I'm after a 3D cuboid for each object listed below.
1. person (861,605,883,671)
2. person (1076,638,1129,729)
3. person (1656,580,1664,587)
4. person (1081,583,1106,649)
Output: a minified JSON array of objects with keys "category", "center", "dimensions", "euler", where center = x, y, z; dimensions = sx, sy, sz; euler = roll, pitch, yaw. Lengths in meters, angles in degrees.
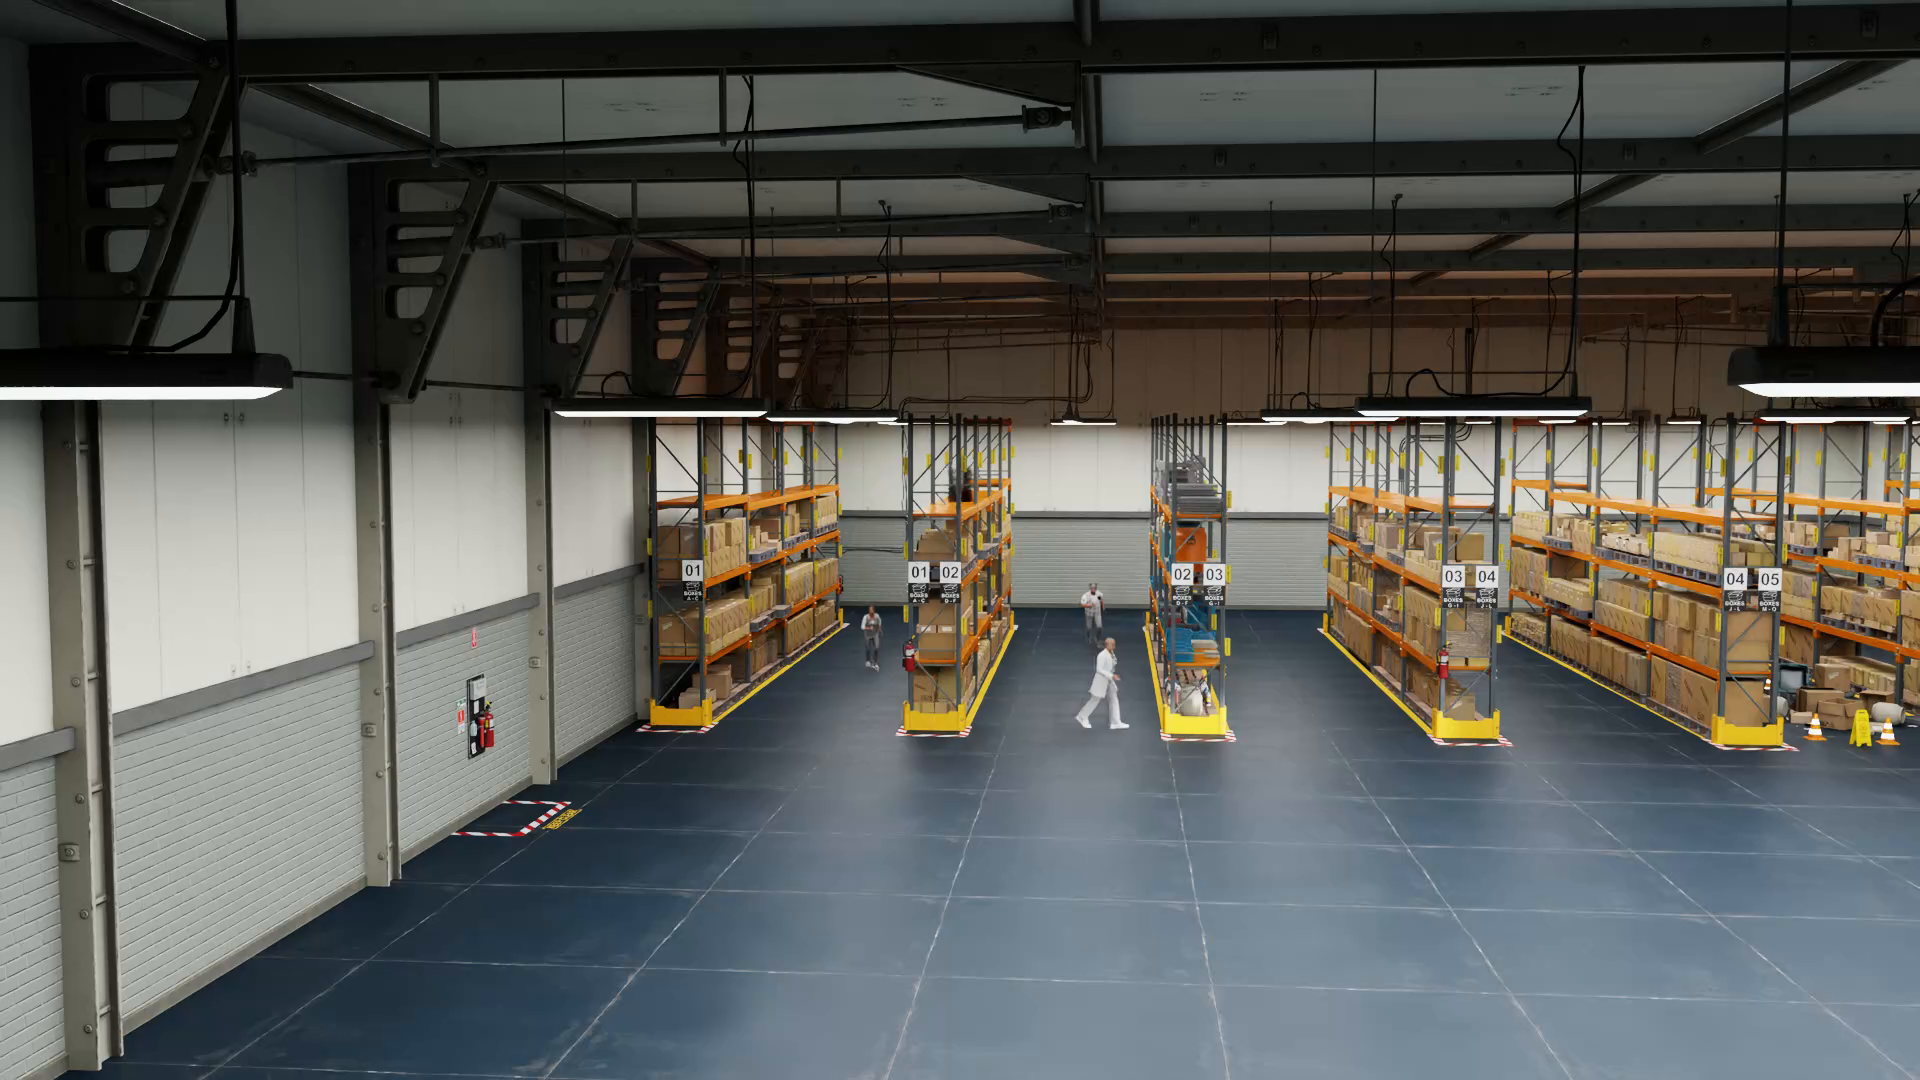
[{"category":"person","center":[-2.087,2.303,39.344],"dimensions":[0.545,1.561,0.904],"euler":[-1,4,-13]},{"category":"person","center":[2.677,2.699,31.374],"dimensions":[1.082,1.742,0.669],"euler":[3,5,37]},{"category":"person","center":[19.913,1.690,47.349],"dimensions":[0.822,1.724,0.609],"euler":[0,4,-6]},{"category":"person","center":[3.482,1.957,43.433],"dimensions":[0.675,1.746,0.990],"euler":[0,4,-4]}]
